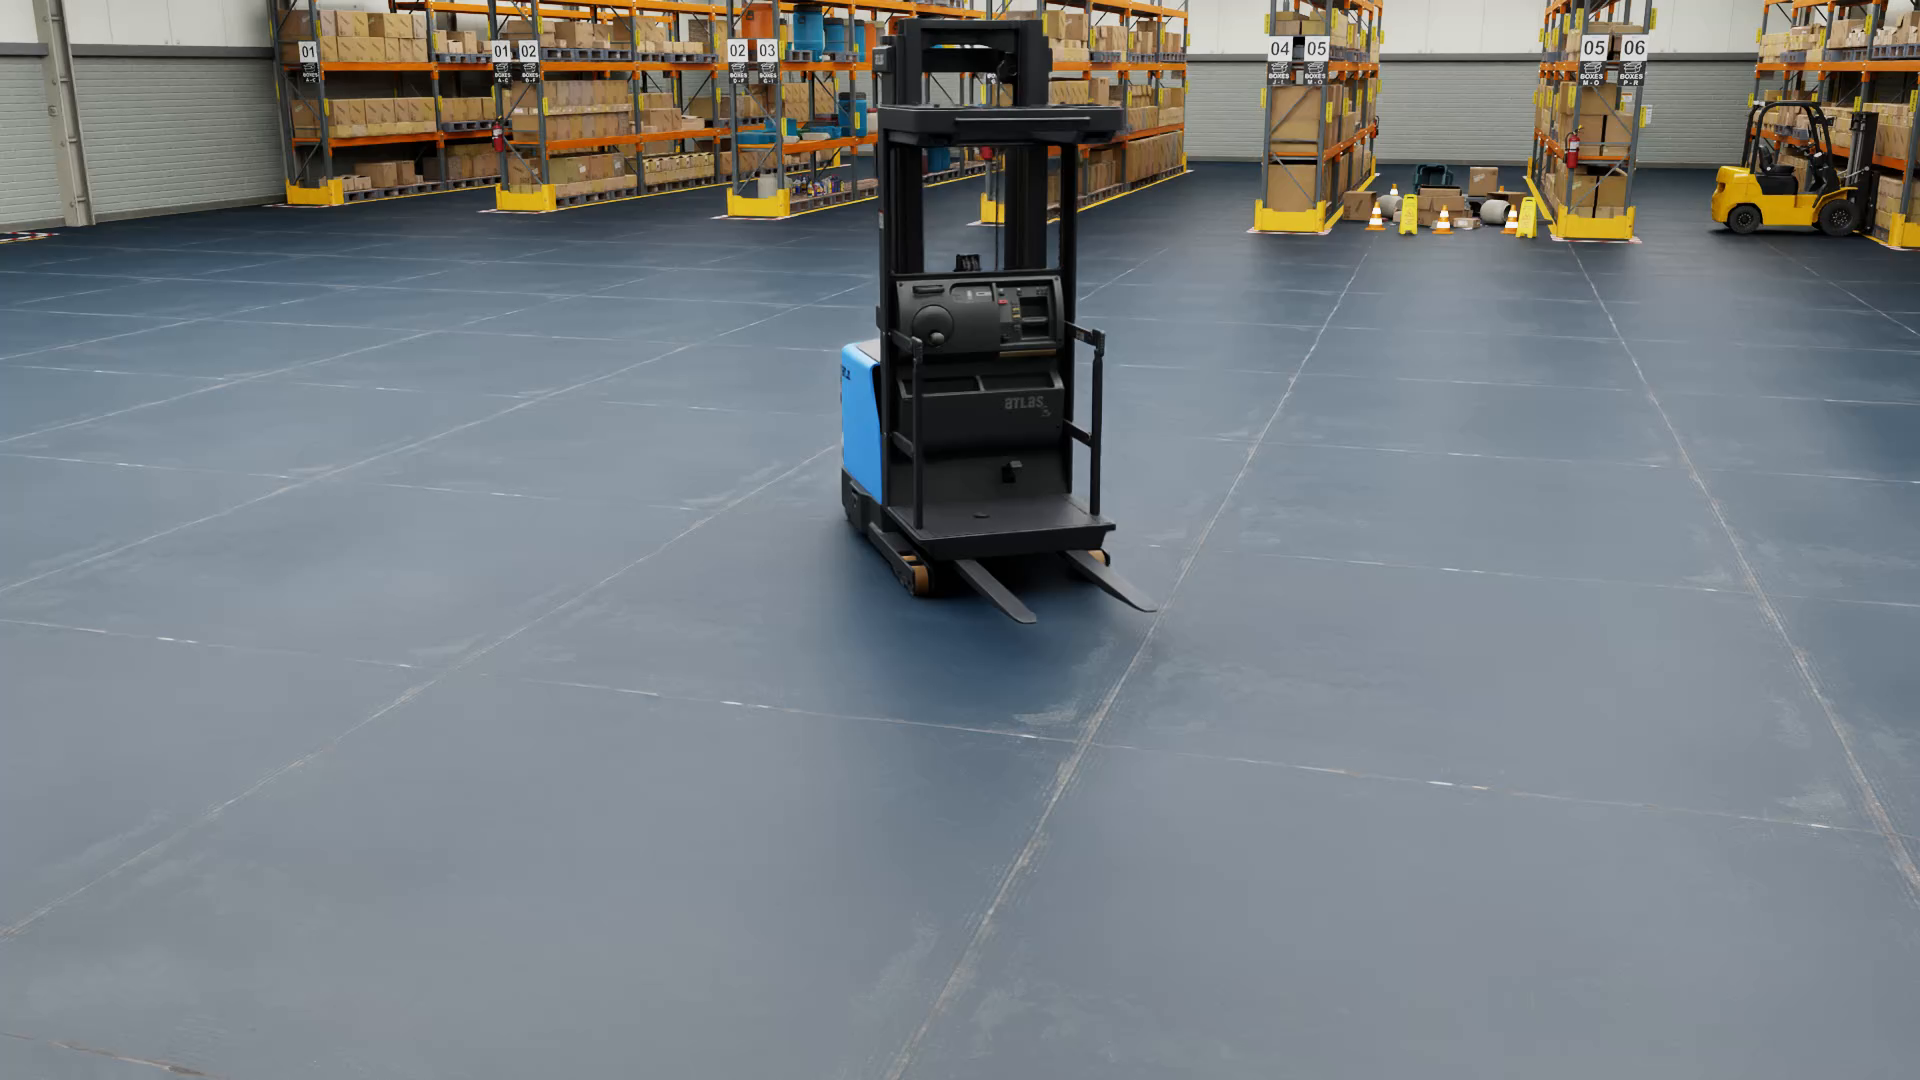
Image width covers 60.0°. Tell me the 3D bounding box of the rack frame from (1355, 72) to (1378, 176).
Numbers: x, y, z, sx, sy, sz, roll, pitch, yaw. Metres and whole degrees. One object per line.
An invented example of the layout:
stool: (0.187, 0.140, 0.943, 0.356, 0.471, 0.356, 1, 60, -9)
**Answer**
rack frame: (10.227, -10.976, 43.029, 1.000, 3.000, 0.127, 5, 16, 16)

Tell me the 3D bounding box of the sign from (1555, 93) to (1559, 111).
sign: (11.058, -8.078, 30.691, 0.100, 0.325, 0.005, 5, 16, 16)

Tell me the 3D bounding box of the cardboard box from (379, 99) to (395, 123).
cardboard box: (-12.432, -9.152, 35.464, 0.500, 0.500, 0.500, 5, 17, 18)

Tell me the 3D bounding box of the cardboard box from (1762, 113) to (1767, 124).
cardboard box: (18.965, -9.807, 38.639, 0.500, 0.250, 0.500, 4, 16, 14)

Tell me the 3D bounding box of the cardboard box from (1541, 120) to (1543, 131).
cardboard box: (13.487, -9.405, 37.766, 0.500, 0.250, 0.500, 4, 16, 15)

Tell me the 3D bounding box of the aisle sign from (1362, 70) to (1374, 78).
aisle sign: (10.535, -12.222, 42.660, 0.394, 0.787, 0.004, 5, 16, 16)

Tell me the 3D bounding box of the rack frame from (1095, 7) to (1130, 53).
rack frame: (3.227, -12.180, 36.281, 1.000, 3.000, 0.127, 5, 16, 16)

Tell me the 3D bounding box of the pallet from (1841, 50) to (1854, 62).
pallet: (17.066, -9.016, 30.970, 1.003, 0.211, 1.213, 5, 17, 18)

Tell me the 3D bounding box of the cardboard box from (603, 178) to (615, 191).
cardboard box: (-7.609, -7.496, 35.028, 0.500, 0.250, 0.500, 5, 16, 16)

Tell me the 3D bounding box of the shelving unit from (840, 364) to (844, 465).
shelving unit: (-0.603, -0.655, 10.489, 0.258, 0.900, 0.210, -5, 17, -16)

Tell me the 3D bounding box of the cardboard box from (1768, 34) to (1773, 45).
cardboard box: (19.102, -11.628, 38.646, 0.500, 0.250, 0.500, 4, 16, 15)

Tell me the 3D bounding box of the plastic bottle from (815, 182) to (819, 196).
plastic bottle: (-2.884, -7.024, 33.290, 0.097, 0.271, 0.097, 0, 16, 0)

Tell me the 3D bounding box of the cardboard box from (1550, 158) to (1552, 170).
cardboard box: (13.261, -8.113, 36.058, 0.875, 0.875, 0.875, 5, 17, 17)

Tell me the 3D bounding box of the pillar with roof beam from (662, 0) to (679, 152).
pillar with roof beam: (-4.682, -15.865, 49.272, 9.100, 9.000, 0.400, 5, 16, 16)

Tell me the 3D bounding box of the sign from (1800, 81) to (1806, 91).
sign: (20.288, -10.895, 40.044, 0.100, 0.325, 0.005, 5, 16, 16)

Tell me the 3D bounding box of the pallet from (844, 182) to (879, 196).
pallet: (-2.128, -7.819, 37.008, 1.003, 0.211, 1.213, 5, 16, 16)

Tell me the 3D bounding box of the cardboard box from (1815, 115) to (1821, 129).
cardboard box: (17.104, -8.215, 32.653, 0.500, 0.250, 0.500, 5, 16, 16)

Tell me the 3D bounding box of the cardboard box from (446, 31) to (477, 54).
cardboard box: (-11.575, -11.552, 38.612, 0.500, 0.500, 0.500, 4, 16, 14)

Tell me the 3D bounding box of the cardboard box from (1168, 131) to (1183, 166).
cardboard box: (5.395, -10.393, 44.099, 0.875, 0.875, 0.875, 5, 16, 16)

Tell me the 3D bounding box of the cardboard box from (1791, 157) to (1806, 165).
cardboard box: (17.957, -8.080, 35.441, 0.380, 0.149, 0.250, 5, 17, 18)

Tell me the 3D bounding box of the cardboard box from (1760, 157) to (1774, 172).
cardboard box: (18.922, -8.589, 38.425, 0.700, 0.500, 0.500, 4, 16, 14)

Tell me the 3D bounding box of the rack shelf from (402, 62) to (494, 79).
rack shelf: (-11.589, -11.020, 39.006, 1.077, 0.370, 4.000, 5, 16, 16)

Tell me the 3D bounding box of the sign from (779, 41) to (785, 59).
sign: (-3.270, -8.989, 30.509, 0.100, 0.325, 0.005, 5, 16, 16)

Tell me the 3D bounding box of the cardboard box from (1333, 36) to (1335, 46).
cardboard box: (6.228, -8.559, 28.520, 0.380, 0.149, 0.250, 5, 16, 16)

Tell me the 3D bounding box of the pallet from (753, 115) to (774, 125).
pallet: (-5.465, -10.817, 42.819, 1.003, 0.211, 1.213, 5, 16, 16)

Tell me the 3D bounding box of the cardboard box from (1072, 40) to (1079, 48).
cardboard box: (2.069, -9.493, 31.849, 0.380, 0.149, 0.250, 4, 16, 14)

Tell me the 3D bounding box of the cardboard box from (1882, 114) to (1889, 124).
cardboard box: (15.550, -6.989, 27.602, 0.380, 0.149, 0.250, 4, 16, 15)

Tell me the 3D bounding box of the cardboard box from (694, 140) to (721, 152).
cardboard box: (-6.218, -9.711, 40.970, 0.500, 0.250, 0.500, 5, 17, 18)

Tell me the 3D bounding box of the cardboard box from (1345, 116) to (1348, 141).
cardboard box: (7.367, -8.133, 32.824, 0.500, 0.500, 0.500, 5, 17, 16)

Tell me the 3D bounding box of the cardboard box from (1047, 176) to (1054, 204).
cardboard box: (1.480, -6.684, 31.708, 0.500, 0.500, 0.500, 6, 17, 21)

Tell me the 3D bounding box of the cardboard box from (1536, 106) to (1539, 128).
cardboard box: (14.311, -10.297, 40.453, 0.500, 0.500, 0.500, 5, 16, 16)

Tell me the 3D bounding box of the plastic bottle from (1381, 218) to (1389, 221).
plastic bottle: (7.669, -5.841, 30.312, 0.283, 0.061, 0.133, -1, 16, -3)

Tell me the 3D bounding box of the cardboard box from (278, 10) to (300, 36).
cardboard box: (-13.422, -10.468, 33.690, 0.500, 0.500, 0.500, 5, 17, 18)

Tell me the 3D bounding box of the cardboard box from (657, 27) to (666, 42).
cardboard box: (-8.694, -14.308, 47.229, 0.500, 0.500, 0.500, 5, 16, 16)

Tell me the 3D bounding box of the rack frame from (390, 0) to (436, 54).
rack frame: (-12.158, -12.286, 36.654, 1.000, 3.000, 0.127, 5, 16, 16)

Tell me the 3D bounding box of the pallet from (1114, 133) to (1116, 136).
pallet: (2.703, -8.681, 35.288, 1.003, 0.211, 1.213, 5, 16, 16)

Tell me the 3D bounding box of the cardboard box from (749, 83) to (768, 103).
cardboard box: (-5.238, -11.791, 43.888, 0.500, 0.500, 0.500, 5, 17, 16)

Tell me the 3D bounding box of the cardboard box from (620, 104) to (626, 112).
cardboard box: (-7.351, -9.225, 35.482, 0.380, 0.149, 0.250, 4, 16, 15)

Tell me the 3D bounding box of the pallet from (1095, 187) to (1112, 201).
pallet: (2.654, -7.430, 35.638, 1.003, 0.211, 1.213, 5, 16, 16)

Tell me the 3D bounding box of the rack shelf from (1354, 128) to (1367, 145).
rack shelf: (8.522, -9.060, 37.593, 1.077, 0.370, 4.000, 5, 16, 16)

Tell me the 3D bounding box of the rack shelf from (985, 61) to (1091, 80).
rack shelf: (1.521, -8.821, 31.254, 1.077, 0.370, 4.000, 5, 16, 16)

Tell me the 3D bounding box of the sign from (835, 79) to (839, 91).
sign: (-3.470, -12.817, 46.819, 0.100, 0.325, 0.005, 5, 16, 16)

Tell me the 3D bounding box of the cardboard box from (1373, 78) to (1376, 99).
cardboard box: (10.052, -11.240, 41.399, 0.500, 0.500, 0.500, 6, 17, 19)

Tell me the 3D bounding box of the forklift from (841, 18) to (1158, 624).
forklift: (0.177, -1.234, 8.808, 1.130, 2.935, 3.031, -5, 17, -16)

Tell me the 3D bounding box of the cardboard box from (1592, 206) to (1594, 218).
cardboard box: (11.101, -5.634, 28.466, 0.500, 0.250, 0.500, 5, 17, 18)

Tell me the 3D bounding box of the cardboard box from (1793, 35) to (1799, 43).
cardboard box: (17.951, -10.652, 35.351, 0.380, 0.149, 0.250, 4, 16, 15)

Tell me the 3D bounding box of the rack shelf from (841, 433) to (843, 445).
rack shelf: (-0.603, -0.623, 10.499, 0.258, 0.077, 0.200, -5, 17, -16)

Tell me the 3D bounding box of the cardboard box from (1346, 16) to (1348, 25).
cardboard box: (7.018, -9.672, 30.981, 0.380, 0.149, 0.250, 4, 16, 15)

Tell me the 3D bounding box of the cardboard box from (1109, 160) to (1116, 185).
cardboard box: (3.055, -8.126, 36.757, 0.700, 0.500, 0.500, 4, 16, 13)

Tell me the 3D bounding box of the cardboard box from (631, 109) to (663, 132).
cardboard box: (-7.023, -9.402, 37.298, 0.500, 0.500, 0.500, 6, 17, 20)
